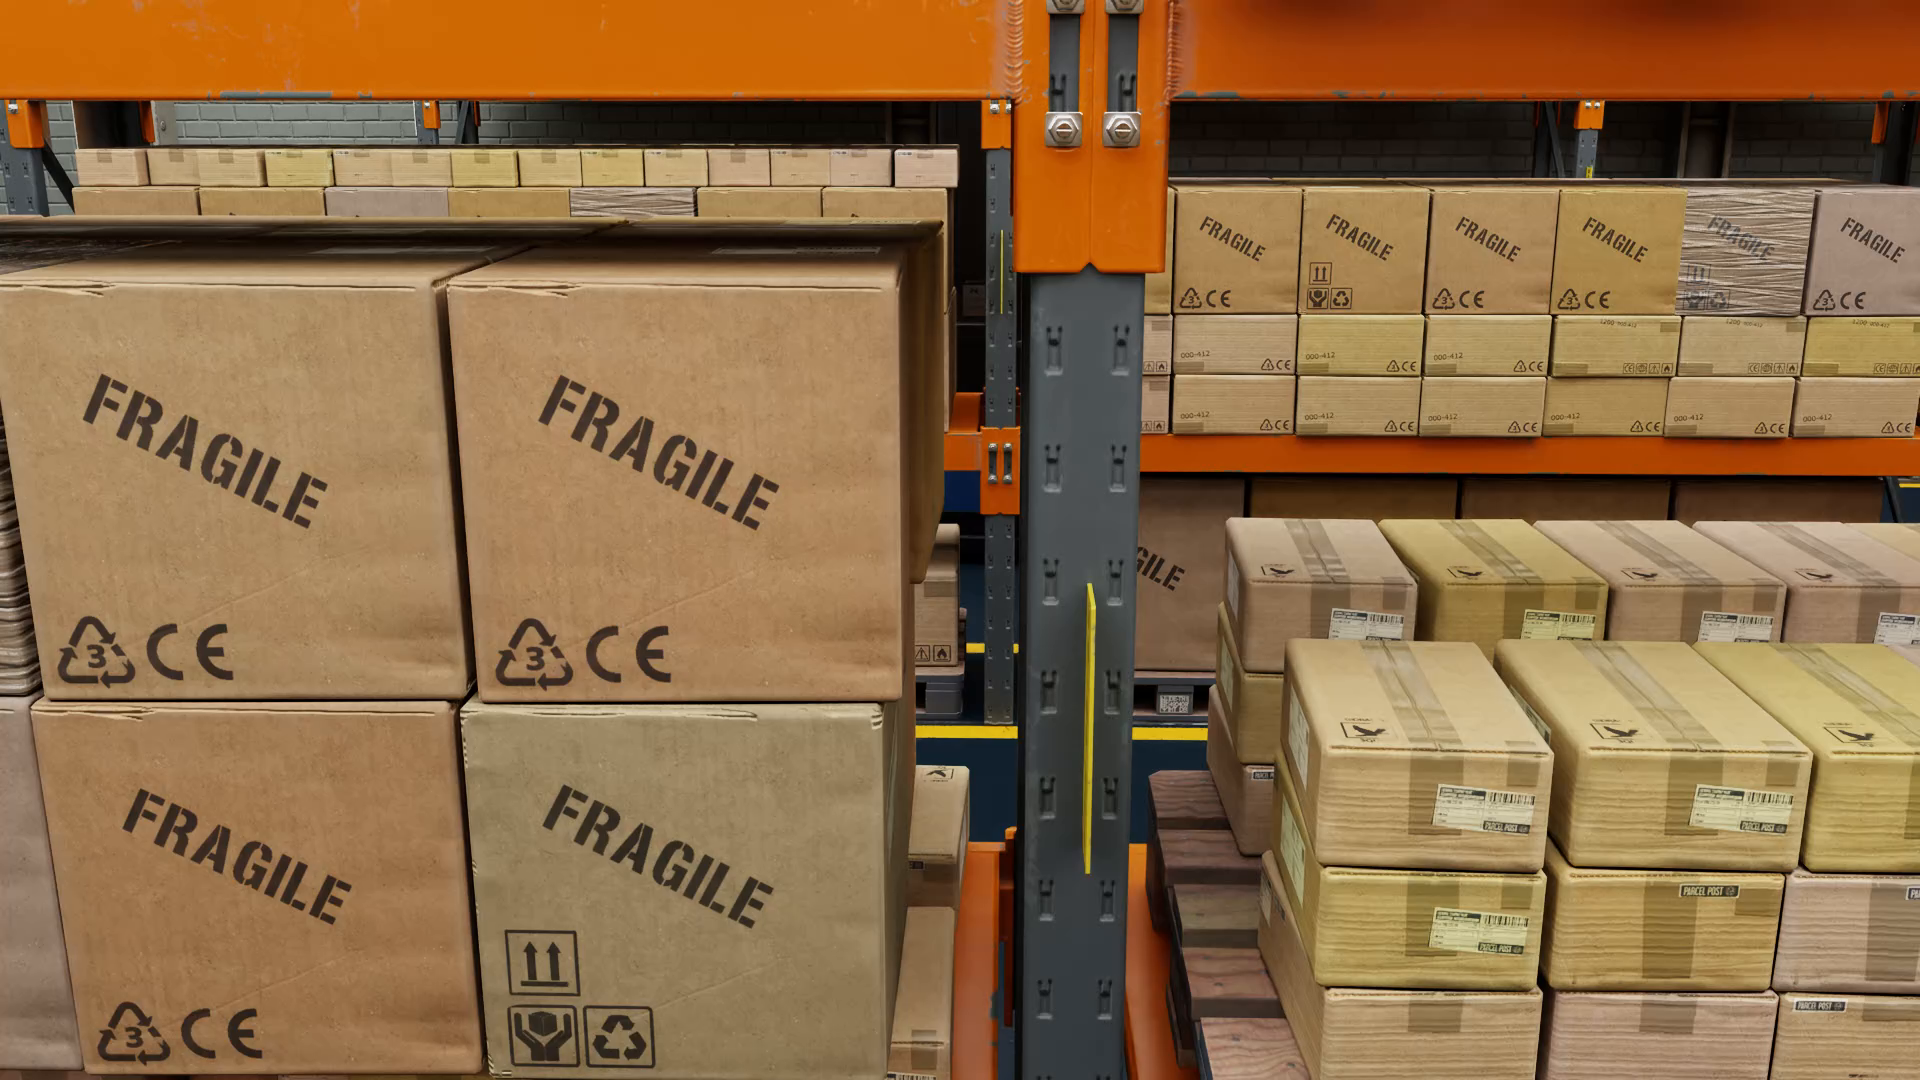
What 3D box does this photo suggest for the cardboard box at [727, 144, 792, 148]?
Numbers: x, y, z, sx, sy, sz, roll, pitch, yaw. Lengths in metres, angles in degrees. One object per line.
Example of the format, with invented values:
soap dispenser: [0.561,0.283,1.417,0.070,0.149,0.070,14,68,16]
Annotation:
cardboard box: [-0.888,-1.683,7.413,0.250,0.149,0.380,0,15,1]

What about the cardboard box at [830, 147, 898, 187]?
cardboard box: [-0.396,-1.560,6.944,0.250,0.149,0.380,1,15,3]

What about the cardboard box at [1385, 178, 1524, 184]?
cardboard box: [2.176,-1.348,7.412,0.500,0.500,0.500,1,15,2]

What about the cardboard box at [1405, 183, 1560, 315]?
cardboard box: [2.141,-1.218,6.919,0.500,0.500,0.500,0,15,1]

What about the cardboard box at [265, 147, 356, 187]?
cardboard box: [-2.686,-1.551,6.911,0.250,0.149,0.380,0,15,0]

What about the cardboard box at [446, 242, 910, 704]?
cardboard box: [-0.321,-0.111,2.141,0.500,0.500,0.500,0,15,-1]

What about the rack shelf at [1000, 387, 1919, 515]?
rack shelf: [2.180,-0.403,7.398,4.000,0.370,1.077,0,15,1]

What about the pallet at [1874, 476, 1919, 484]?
pallet: [6.341,-0.632,12.320,1.213,0.211,1.003,0,15,1]

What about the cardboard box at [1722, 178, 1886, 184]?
cardboard box: [3.693,-1.335,7.365,0.500,0.500,0.500,0,15,0]

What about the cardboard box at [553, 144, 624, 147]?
cardboard box: [-1.650,-1.692,7.447,0.250,0.149,0.380,0,15,2]

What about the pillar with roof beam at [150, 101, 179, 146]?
pillar with roof beam: [-6.477,-4.106,8.264,0.400,9.000,9.100,0,15,1]

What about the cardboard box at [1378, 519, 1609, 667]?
cardboard box: [0.831,0.084,2.644,0.250,0.149,0.380,0,15,0]

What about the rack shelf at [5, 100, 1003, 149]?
rack shelf: [-1.818,-1.880,7.114,4.000,0.370,1.077,0,15,1]

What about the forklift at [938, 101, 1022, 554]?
forklift: [0.622,-1.402,9.907,3.031,2.935,1.130,1,15,5]

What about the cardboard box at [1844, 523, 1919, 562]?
cardboard box: [1.597,0.090,2.620,0.250,0.149,0.380,0,15,0]

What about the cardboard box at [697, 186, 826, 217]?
cardboard box: [-0.805,-1.234,6.981,0.500,0.500,0.500,0,15,1]

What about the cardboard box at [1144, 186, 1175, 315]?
cardboard box: [0.614,-1.220,6.927,0.500,0.500,0.500,1,15,2]

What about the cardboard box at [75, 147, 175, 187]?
cardboard box: [-3.470,-1.563,6.955,0.250,0.149,0.380,1,15,3]

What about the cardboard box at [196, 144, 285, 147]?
cardboard box: [-3.199,-1.689,7.433,0.250,0.149,0.380,1,15,2]

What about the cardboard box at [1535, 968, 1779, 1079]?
cardboard box: [0.815,0.538,2.092,0.250,0.149,0.380,1,15,2]

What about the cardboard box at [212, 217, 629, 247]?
cardboard box: [-0.808,-0.241,2.635,0.500,0.500,0.500,0,15,0]

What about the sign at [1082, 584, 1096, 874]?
sign: [0.149,0.219,1.933,0.005,0.325,0.100,0,15,1]

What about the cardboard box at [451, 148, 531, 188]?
cardboard box: [-1.921,-1.542,6.876,0.250,0.149,0.380,0,15,0]

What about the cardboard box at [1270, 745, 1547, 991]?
cardboard box: [0.538,0.393,2.055,0.250,0.149,0.380,1,15,2]

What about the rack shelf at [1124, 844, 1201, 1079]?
rack shelf: [2.155,0.860,2.611,4.000,0.370,1.077,0,15,1]

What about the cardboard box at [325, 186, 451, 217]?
cardboard box: [-2.314,-1.243,7.016,0.500,0.500,0.500,0,15,1]

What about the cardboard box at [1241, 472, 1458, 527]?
cardboard box: [1.706,0.048,7.620,0.875,0.875,0.875,1,15,3]

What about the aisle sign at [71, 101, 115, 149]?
aisle sign: [-3.882,-2.127,7.424,0.004,0.787,0.394,0,15,1]

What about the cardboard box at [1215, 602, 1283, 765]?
cardboard box: [0.558,0.226,2.690,0.250,0.149,0.380,1,15,3]

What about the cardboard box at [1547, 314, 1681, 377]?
cardboard box: [2.664,-0.846,6.981,0.500,0.250,0.500,0,15,0]

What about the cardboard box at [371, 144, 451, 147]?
cardboard box: [-2.429,-1.677,7.387,0.250,0.149,0.380,0,15,1]

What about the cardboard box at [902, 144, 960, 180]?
cardboard box: [-0.128,-1.678,7.391,0.250,0.149,0.380,0,15,1]

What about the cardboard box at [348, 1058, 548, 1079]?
cardboard box: [-0.662,0.687,2.347,0.250,0.149,0.380,1,15,4]

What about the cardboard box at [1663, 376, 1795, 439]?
cardboard box: [3.156,-0.602,7.035,0.500,0.250,0.500,1,15,2]

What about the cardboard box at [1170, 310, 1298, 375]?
cardboard box: [1.136,-0.862,7.042,0.500,0.250,0.500,1,15,2]

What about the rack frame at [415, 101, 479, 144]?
rack frame: [-3.695,-2.056,12.252,0.127,3.000,1.000,0,15,1]

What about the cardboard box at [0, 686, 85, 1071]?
cardboard box: [-1.351,0.368,2.284,0.500,0.500,0.500,0,15,1]

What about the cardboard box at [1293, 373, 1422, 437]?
cardboard box: [1.643,-0.611,7.070,0.500,0.250,0.500,0,15,1]

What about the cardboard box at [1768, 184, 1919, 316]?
cardboard box: [3.656,-1.206,6.877,0.500,0.500,0.500,0,15,0]

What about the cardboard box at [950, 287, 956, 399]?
cardboard box: [-0.281,-0.882,7.608,0.500,0.500,0.500,1,15,3]

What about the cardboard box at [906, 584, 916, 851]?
cardboard box: [-0.333,0.239,2.774,0.500,0.500,0.500,0,15,0]

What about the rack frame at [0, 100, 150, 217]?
rack frame: [-3.818,-0.790,7.455,0.127,3.000,1.000,0,15,1]

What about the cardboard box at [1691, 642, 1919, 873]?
cardboard box: [1.073,0.252,2.007,0.250,0.149,0.380,1,15,2]

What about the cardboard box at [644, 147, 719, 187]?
cardboard box: [-1.149,-1.553,6.920,0.250,0.149,0.380,0,15,1]

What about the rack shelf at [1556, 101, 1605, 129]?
rack shelf: [6.302,-3.093,11.715,4.000,0.370,1.077,0,15,1]
